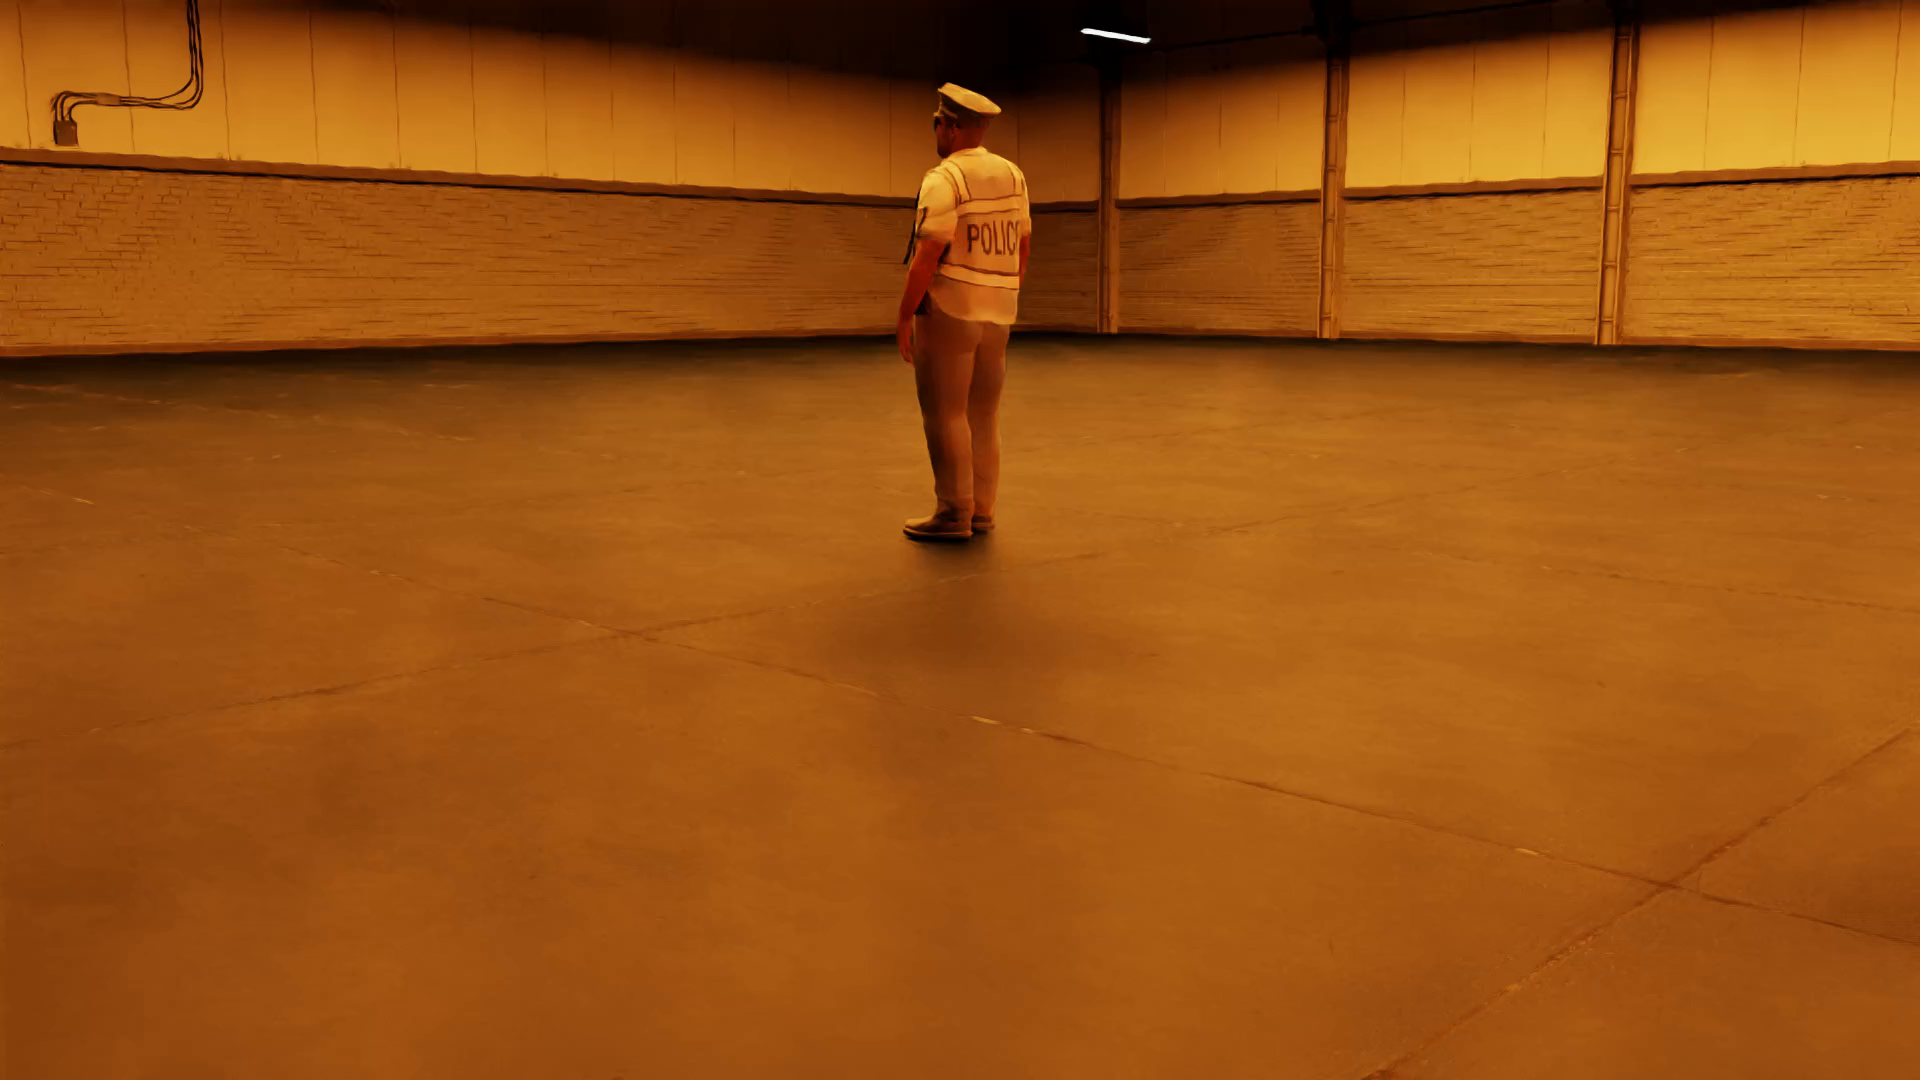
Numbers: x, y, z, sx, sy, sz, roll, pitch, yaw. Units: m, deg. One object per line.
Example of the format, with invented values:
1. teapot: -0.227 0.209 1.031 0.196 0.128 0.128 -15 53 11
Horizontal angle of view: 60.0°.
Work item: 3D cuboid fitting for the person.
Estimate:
1. person: -0.048 -0.898 6.645 0.574 1.781 0.640 8 12 43
